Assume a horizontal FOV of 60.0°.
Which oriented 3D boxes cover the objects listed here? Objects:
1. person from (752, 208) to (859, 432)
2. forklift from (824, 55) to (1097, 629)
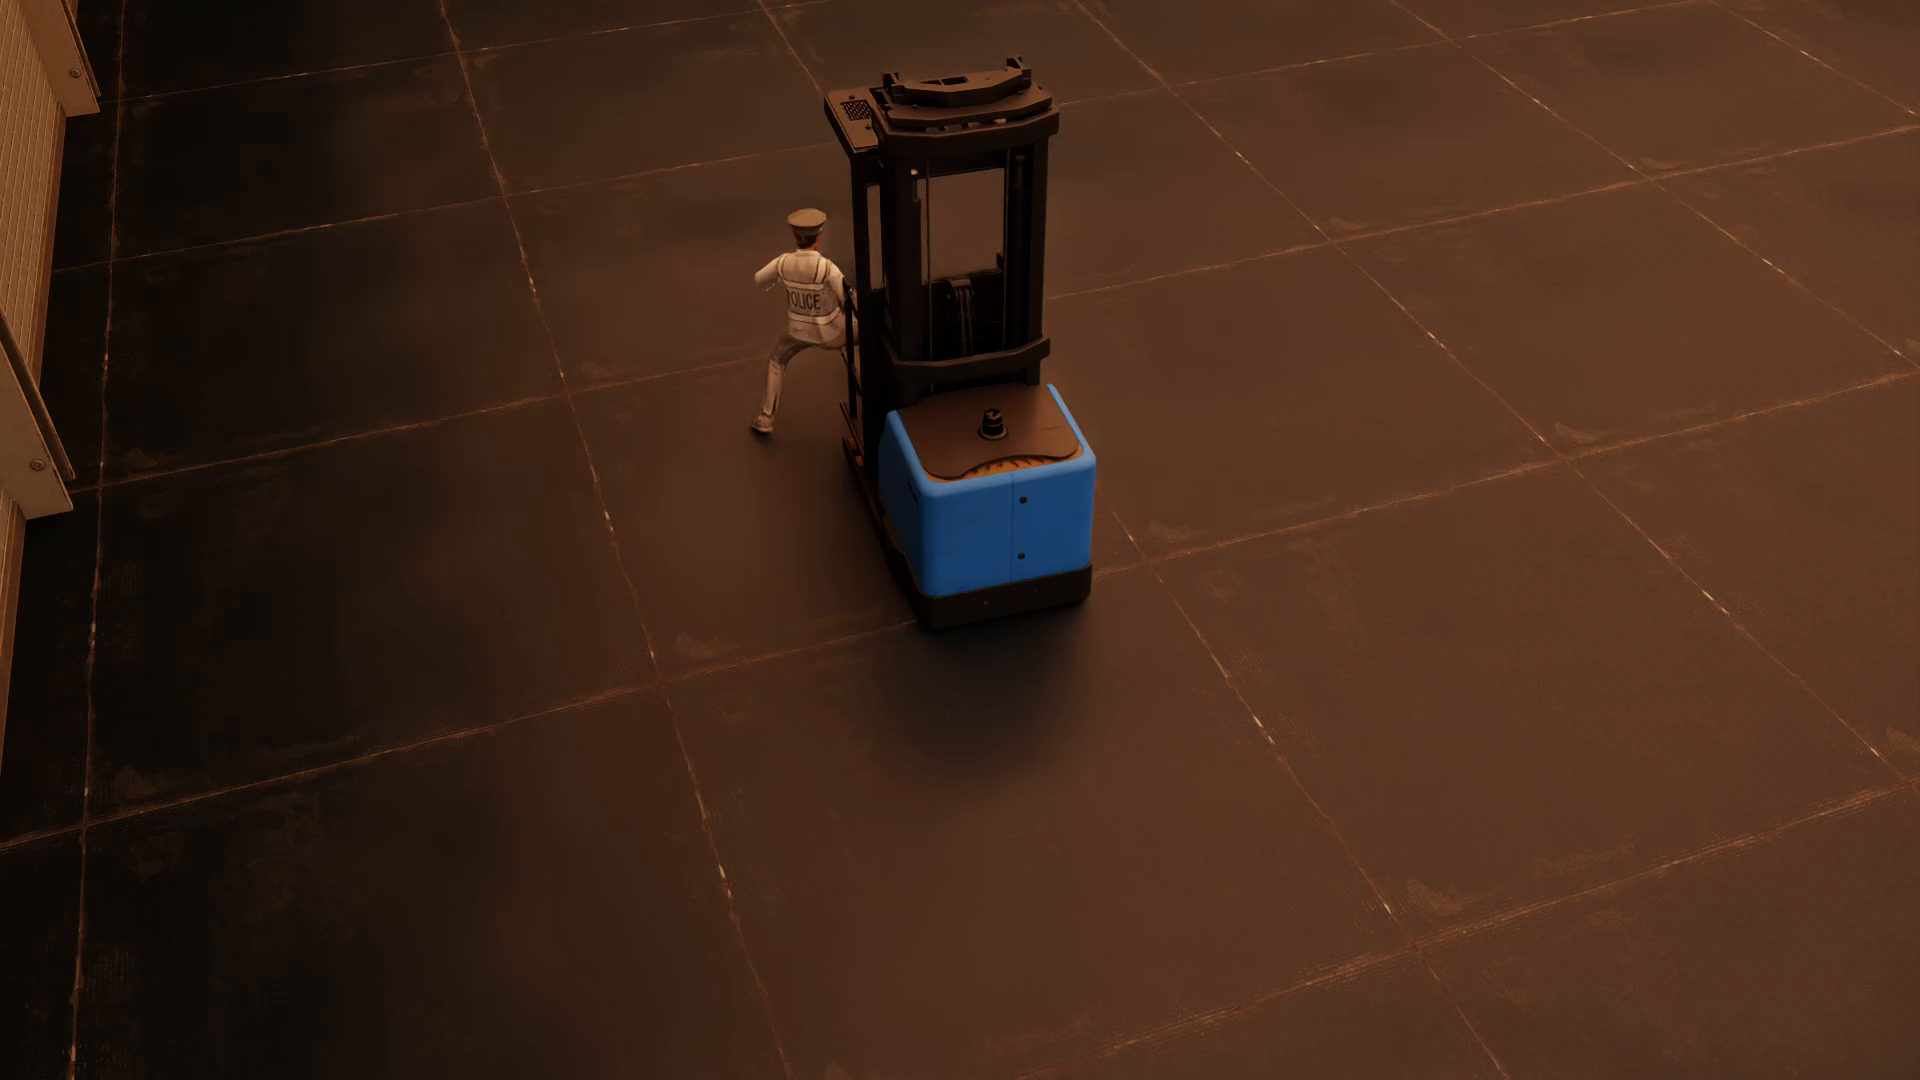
[{"bbox_3d":[-0.954,-1.427,10.790,0.922,1.554,0.794,13,42,15],"label":"person"},{"bbox_3d":[-0.133,-1.569,9.865,1.130,2.935,3.031,-11,41,-12],"label":"forklift"}]
